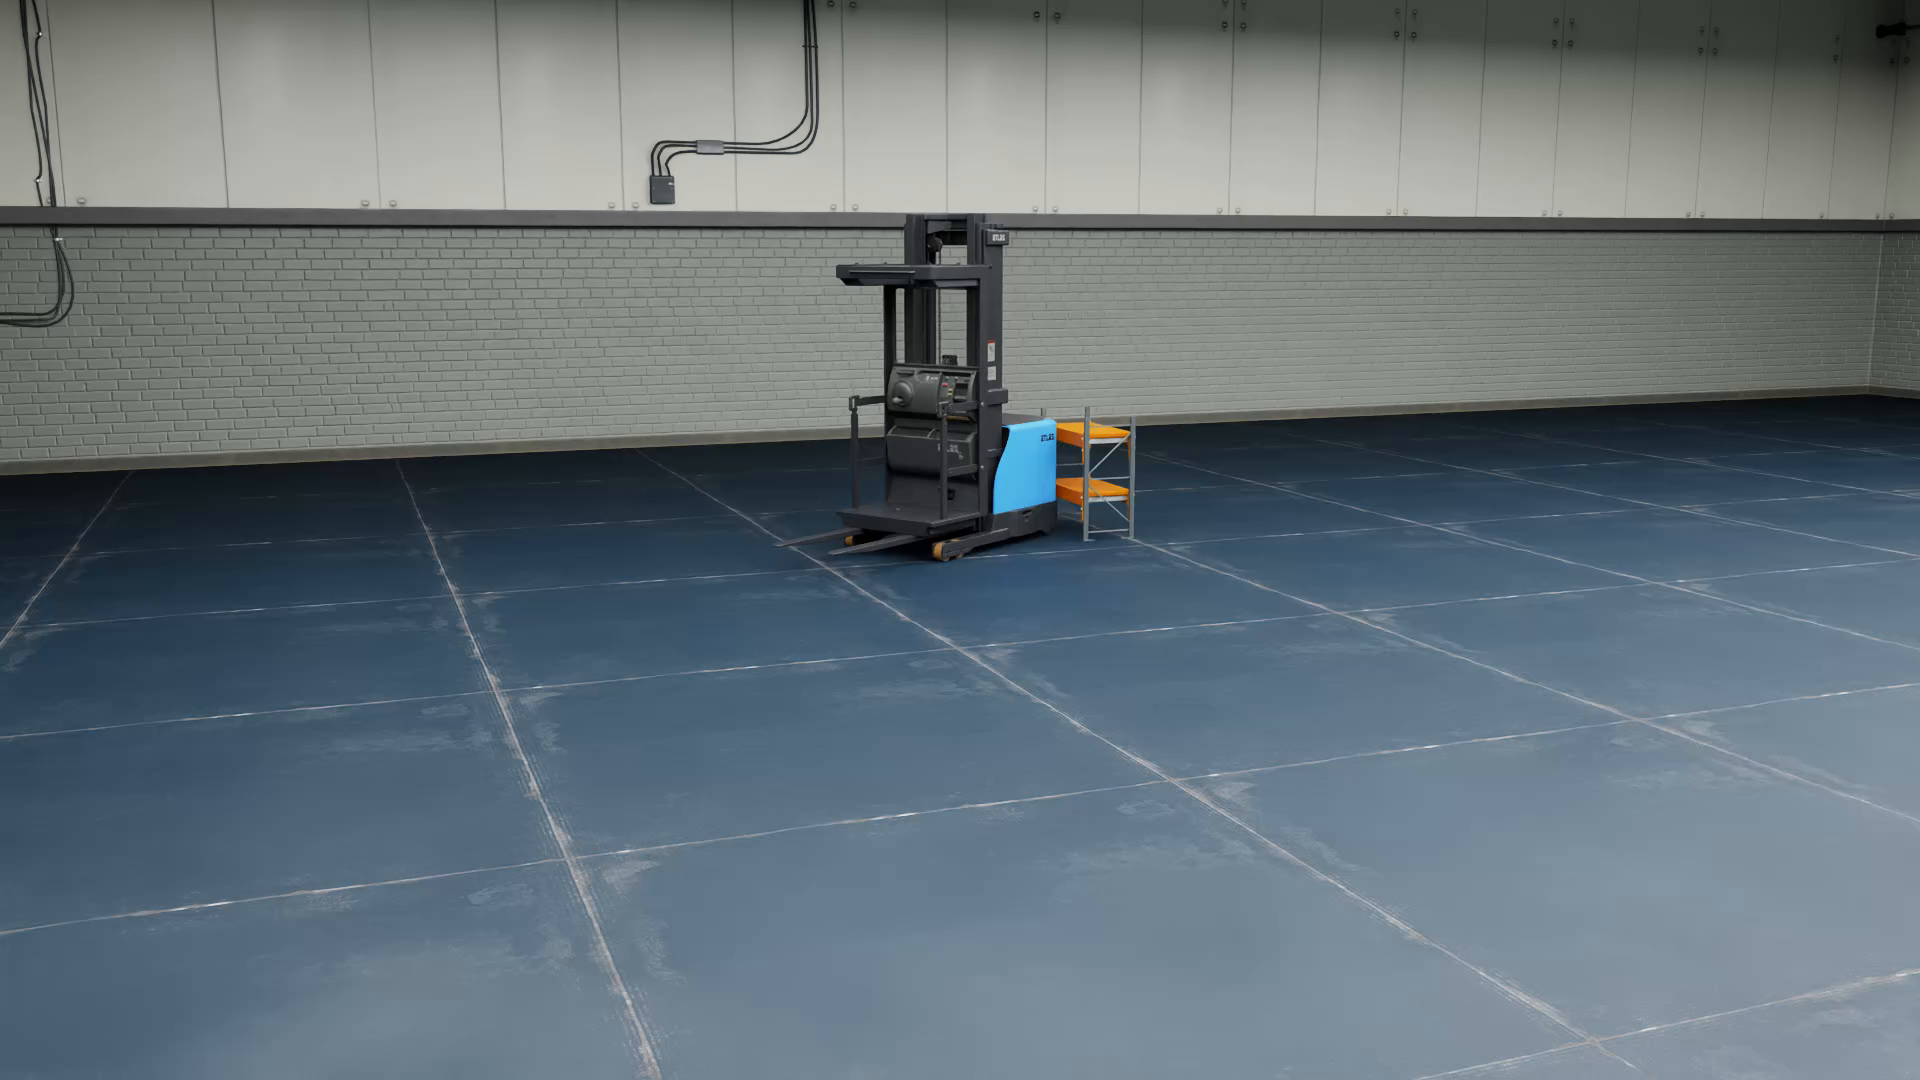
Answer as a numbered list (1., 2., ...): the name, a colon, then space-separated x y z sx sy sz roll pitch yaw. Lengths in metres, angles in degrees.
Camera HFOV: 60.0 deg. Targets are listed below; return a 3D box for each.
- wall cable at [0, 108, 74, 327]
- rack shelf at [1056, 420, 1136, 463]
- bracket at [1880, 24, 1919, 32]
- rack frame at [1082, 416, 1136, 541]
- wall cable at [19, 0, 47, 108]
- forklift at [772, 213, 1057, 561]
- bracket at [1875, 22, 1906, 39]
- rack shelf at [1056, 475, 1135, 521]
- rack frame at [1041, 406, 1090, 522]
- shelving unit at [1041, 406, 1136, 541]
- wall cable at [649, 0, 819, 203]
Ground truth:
1. wall cable: -11.803 -3.617 18.756 3.097 2.526 0.112 -4 11 -21
2. rack shelf: 1.190 -0.932 15.607 0.538 0.278 1.000 -4 11 -19
3. bracket: 16.265 -8.688 28.119 0.076 0.066 3.189 -4 11 -21
4. rack frame: 1.361 -0.560 15.187 0.500 1.125 0.032 -4 11 -19
5. wall cable: -9.282 -6.275 19.279 3.097 2.526 0.112 -4 11 -21
6. forklift: -0.376 -1.356 14.502 1.130 2.935 3.031 8 13 36
7. bracket: 16.051 -8.784 28.661 0.235 0.232 0.430 -4 11 -21
8. rack shelf: 1.190 -0.403 15.702 0.538 0.278 1.000 -4 11 -19
9. rack frame: 1.019 -0.728 16.130 0.500 1.125 0.032 -4 11 -19
10. shelving unit: 1.190 -0.644 15.659 0.538 1.125 1.048 -4 11 -19
11. wall cable: -2.949 -7.420 21.558 2.305 6.003 0.169 -4 11 -21
